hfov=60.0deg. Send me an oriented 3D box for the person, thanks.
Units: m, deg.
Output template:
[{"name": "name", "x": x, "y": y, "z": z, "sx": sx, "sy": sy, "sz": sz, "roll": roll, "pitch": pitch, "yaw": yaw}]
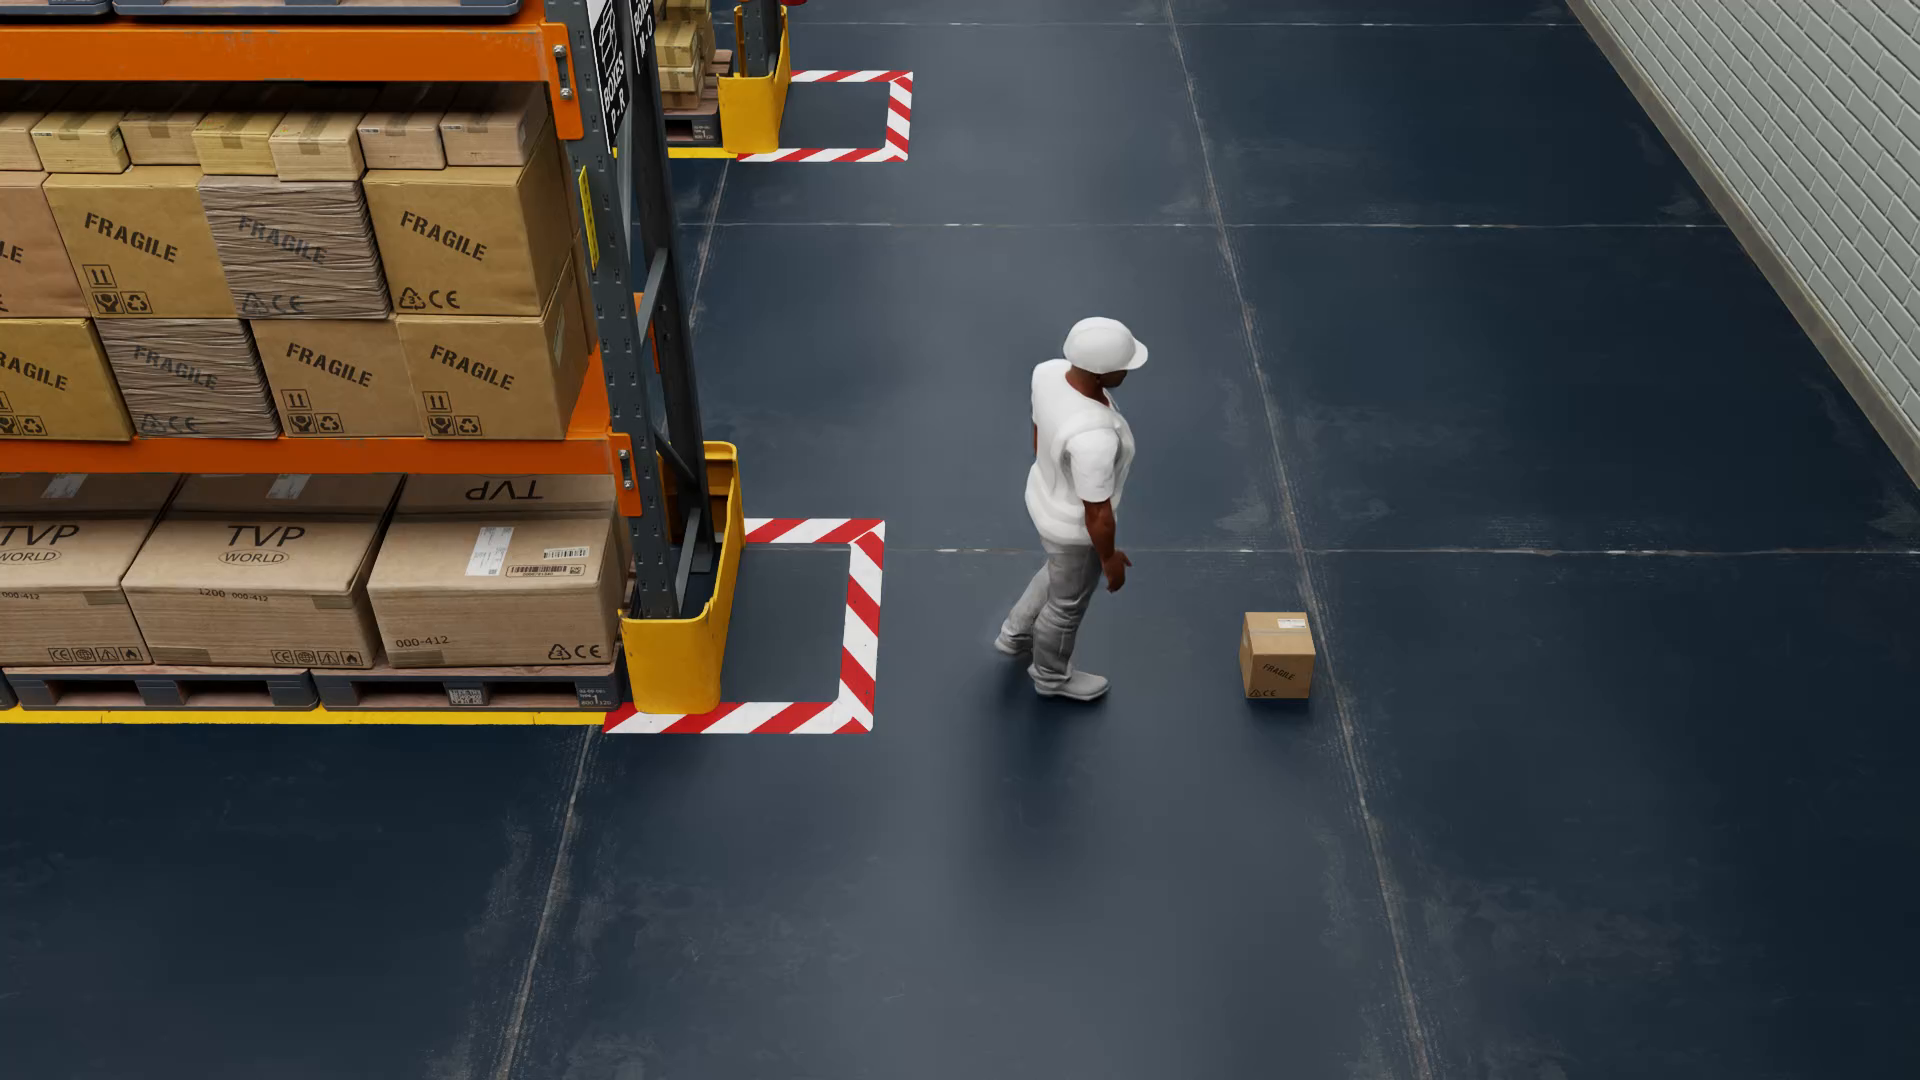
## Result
[{"name": "person", "x": 0.398, "y": -0.090, "z": 6.210, "sx": 0.481, "sy": 1.762, "sz": 0.598, "roll": -7, "pitch": 40, "yaw": -8}]
